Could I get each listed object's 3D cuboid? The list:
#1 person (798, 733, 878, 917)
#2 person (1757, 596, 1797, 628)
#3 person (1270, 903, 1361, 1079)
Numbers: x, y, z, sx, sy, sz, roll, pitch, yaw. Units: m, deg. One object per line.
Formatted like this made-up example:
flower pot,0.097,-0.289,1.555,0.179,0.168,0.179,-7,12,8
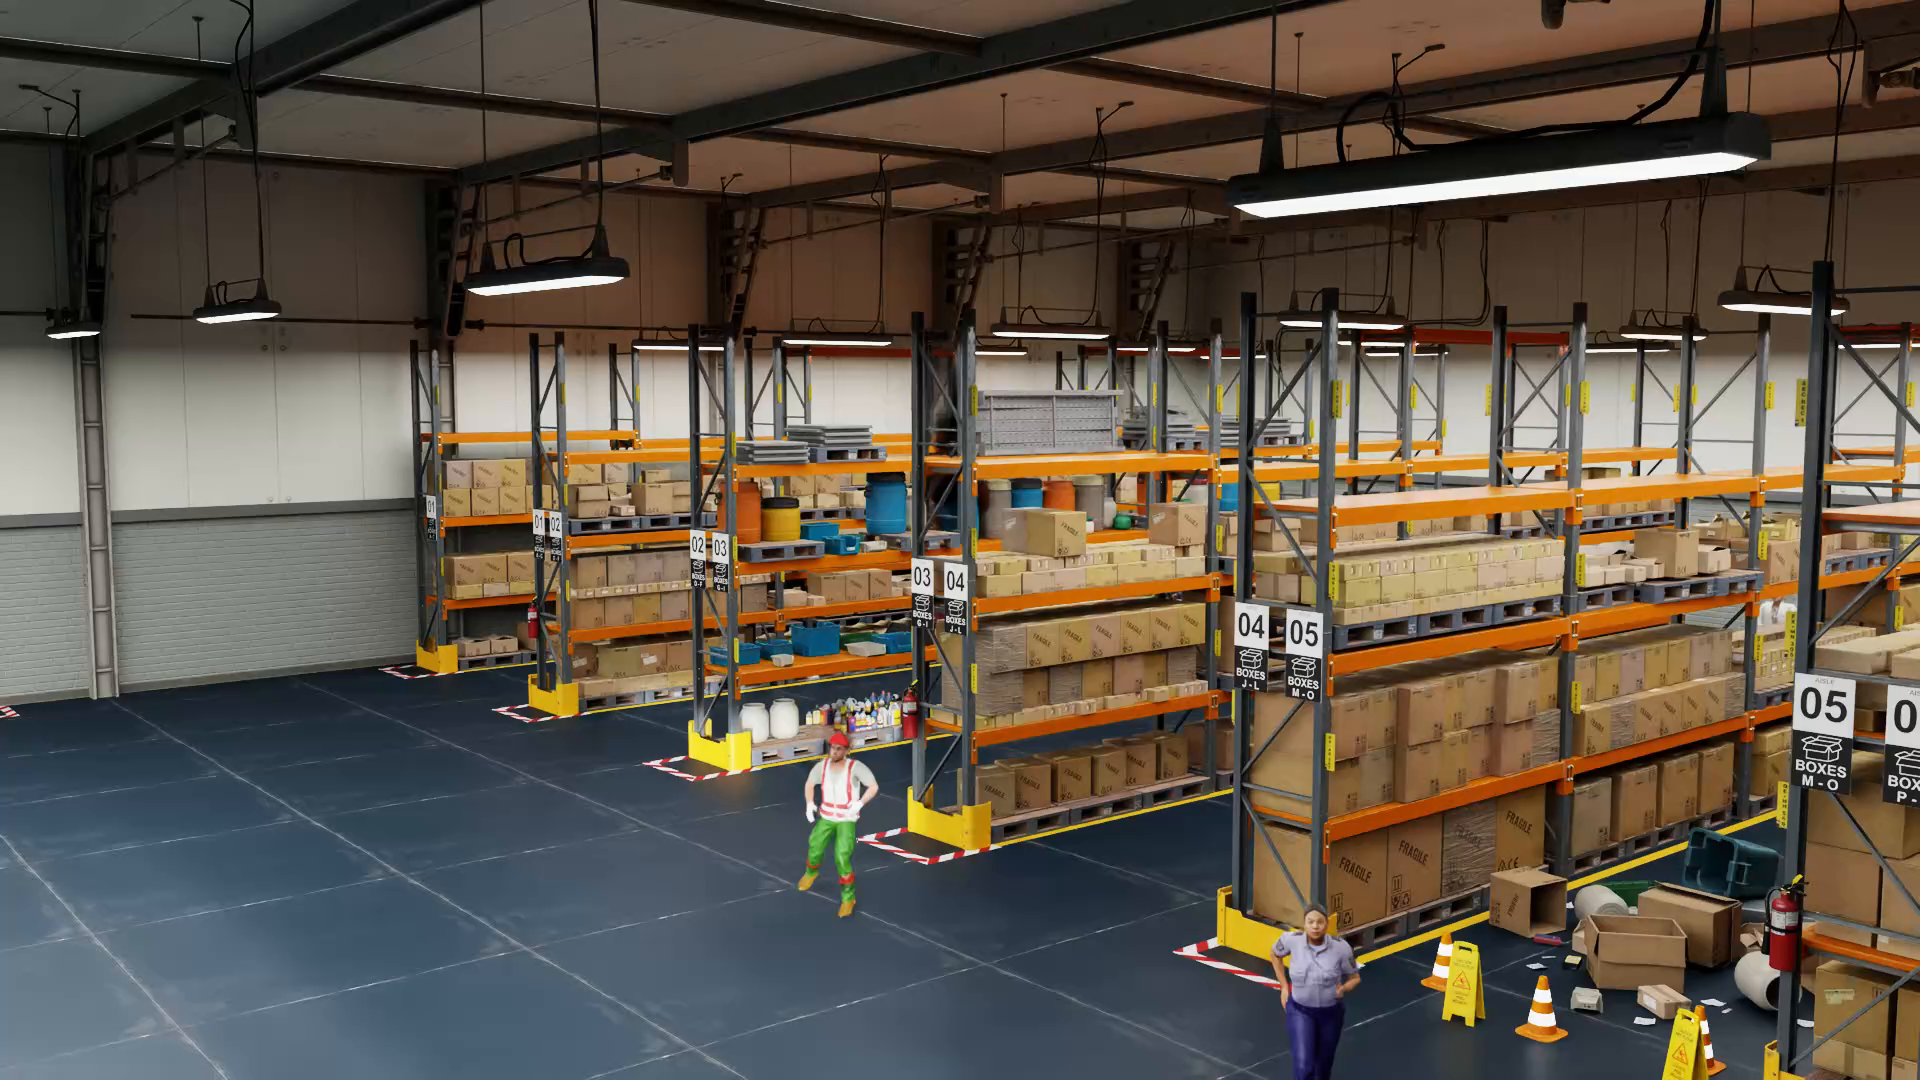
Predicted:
person,-1.266,2.781,16.545,0.856,1.778,0.732,1,5,12
person,13.931,1.695,28.345,0.732,1.766,0.847,5,7,40
person,2.440,3.313,11.436,0.601,1.700,0.768,1,5,7
